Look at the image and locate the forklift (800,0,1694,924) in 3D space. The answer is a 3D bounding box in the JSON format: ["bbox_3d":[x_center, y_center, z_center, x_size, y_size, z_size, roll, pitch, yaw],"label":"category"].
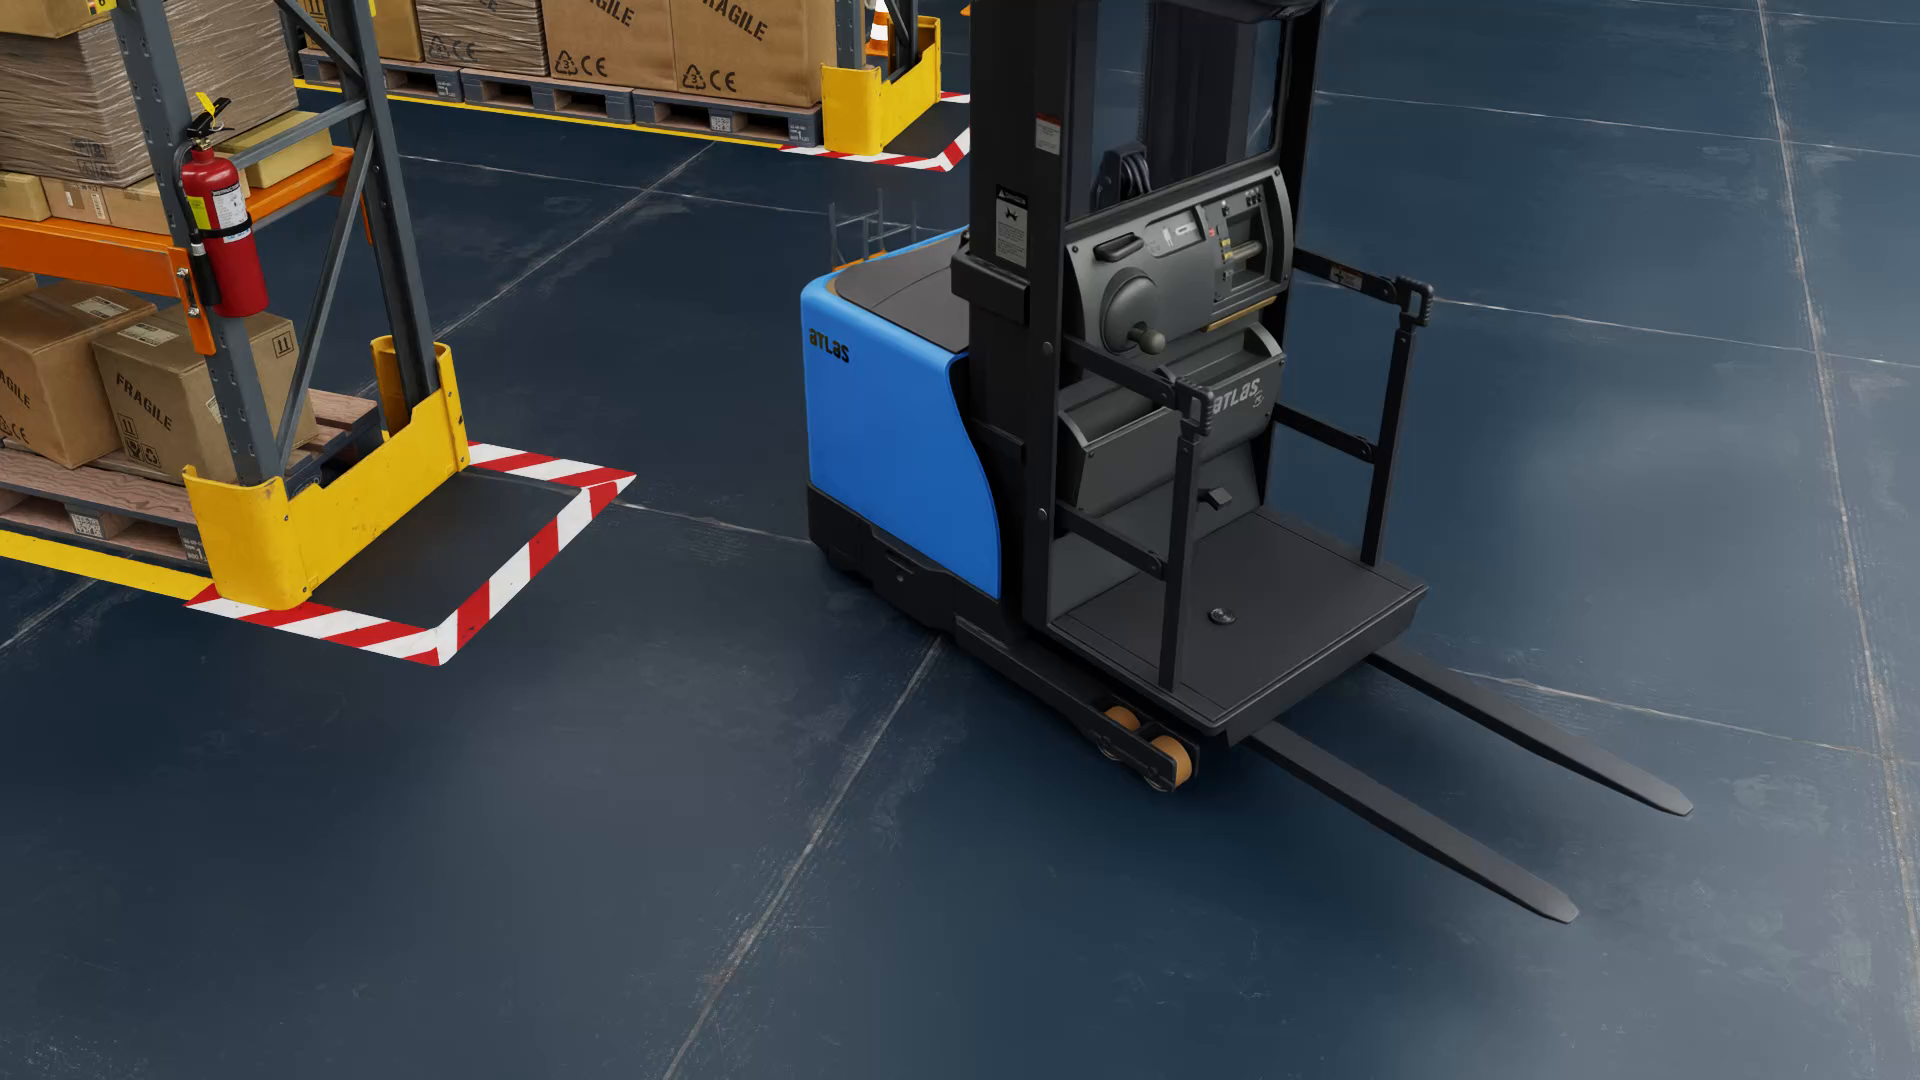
[{"bbox_3d":[0.804,-0.781,4.757,1.130,2.935,3.031,-26,41,-34],"label":"forklift"}]

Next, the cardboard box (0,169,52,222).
[{"bbox_3d":[-3.080,-1.223,5.611,0.250,0.149,0.380,11,34,16],"label":"cardboard box"}]

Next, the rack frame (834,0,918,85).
[{"bbox_3d":[-0.486,-3.831,9.418,0.127,3.000,1.000,11,34,16],"label":"rack frame"}]

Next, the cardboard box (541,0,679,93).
[{"bbox_3d":[-1.975,-3.365,10.268,0.875,0.875,0.875,10,34,16],"label":"cardboard box"}]

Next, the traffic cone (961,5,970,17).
[{"bbox_3d":[0.195,-4.102,12.177,0.334,0.463,0.336,11,34,16],"label":"traffic cone"}]

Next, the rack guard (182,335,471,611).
[{"bbox_3d":[-2.326,-0.280,6.223,0.348,0.500,1.175,11,34,16],"label":"rack guard"}]

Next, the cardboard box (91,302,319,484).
[{"bbox_3d":[-2.836,-0.566,6.278,0.500,0.500,0.500,18,37,25],"label":"cardboard box"}]

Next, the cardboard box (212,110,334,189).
[{"bbox_3d":[-2.442,-1.385,5.861,0.250,0.149,0.380,11,34,16],"label":"cardboard box"}]

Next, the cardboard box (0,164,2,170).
[{"bbox_3d":[-3.274,-1.629,5.640,0.500,0.500,0.875,11,34,16],"label":"cardboard box"}]

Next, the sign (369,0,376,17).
[{"bbox_3d":[-2.071,-1.957,5.718,0.005,0.325,0.100,11,34,16],"label":"sign"}]

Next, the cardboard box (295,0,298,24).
[{"bbox_3d":[-4.866,-3.862,11.153,0.750,0.750,1.050,11,34,16],"label":"cardboard box"}]

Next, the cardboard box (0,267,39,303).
[{"bbox_3d":[-3.993,-0.782,6.613,0.500,0.500,0.500,14,35,21],"label":"cardboard box"}]

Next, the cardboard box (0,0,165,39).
[{"bbox_3d":[-2.855,-1.878,5.105,0.500,0.500,0.500,11,34,16],"label":"cardboard box"}]

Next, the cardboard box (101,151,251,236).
[{"bbox_3d":[-2.592,-1.158,5.510,0.250,0.149,0.380,11,34,16],"label":"cardboard box"}]

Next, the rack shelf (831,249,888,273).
[{"bbox_3d":[-0.310,-0.951,6.036,0.258,0.103,0.180,-26,41,-34],"label":"rack shelf"}]

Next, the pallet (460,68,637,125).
[{"bbox_3d":[-2.409,-2.990,10.686,1.213,0.211,1.003,11,34,16],"label":"pallet"}]

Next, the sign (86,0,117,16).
[{"bbox_3d":[-2.460,-1.656,4.691,0.005,0.325,0.100,11,34,16],"label":"sign"}]

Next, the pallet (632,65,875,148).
[{"bbox_3d":[-1.265,-2.766,10.339,1.213,0.211,1.003,11,34,16],"label":"pallet"}]

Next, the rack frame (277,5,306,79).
[{"bbox_3d":[-4.251,-4.563,10.552,0.127,3.000,1.000,11,34,16],"label":"rack frame"}]

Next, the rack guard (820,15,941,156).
[{"bbox_3d":[-0.463,-2.776,10.089,0.348,0.500,1.175,11,34,16],"label":"rack guard"}]

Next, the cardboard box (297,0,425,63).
[{"bbox_3d":[-3.683,-3.696,10.780,0.875,0.875,0.875,12,35,17],"label":"cardboard box"}]

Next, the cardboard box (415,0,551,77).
[{"bbox_3d":[-2.833,-3.533,10.528,0.875,0.875,0.875,11,35,17],"label":"cardboard box"}]

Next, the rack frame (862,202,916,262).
[{"bbox_3d":[-0.249,-0.649,6.150,0.240,1.200,0.006,-26,41,-34],"label":"rack frame"}]

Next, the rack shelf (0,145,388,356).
[{"bbox_3d":[-4.137,-1.380,6.286,4.000,0.370,1.077,11,34,16],"label":"rack shelf"}]

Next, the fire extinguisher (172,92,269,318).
[{"bbox_3d":[-2.302,-1.028,5.148,0.183,0.674,0.296,11,34,16],"label":"fire extinguisher"}]

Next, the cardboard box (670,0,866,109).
[{"bbox_3d":[-1.146,-3.205,10.020,0.875,0.875,0.875,11,35,17],"label":"cardboard box"}]

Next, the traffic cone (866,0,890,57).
[{"bbox_3d":[-0.506,-3.587,11.380,0.334,0.463,0.336,11,34,16],"label":"traffic cone"}]

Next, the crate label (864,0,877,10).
[{"bbox_3d":[-0.566,-4.077,12.439,0.298,0.136,0.250,-6,33,-9],"label":"crate label"}]

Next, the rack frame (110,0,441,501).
[{"bbox_3d":[-2.254,-1.317,5.524,0.127,3.000,1.000,11,34,16],"label":"rack frame"}]

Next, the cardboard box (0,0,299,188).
[{"bbox_3d":[-2.763,-1.598,5.594,0.500,0.500,0.875,11,34,16],"label":"cardboard box"}]

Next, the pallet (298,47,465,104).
[{"bbox_3d":[-3.562,-3.212,11.031,1.213,0.211,1.003,11,34,16],"label":"pallet"}]

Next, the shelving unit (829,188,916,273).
[{"bbox_3d":[-0.310,-0.686,6.207,0.258,1.200,0.189,-26,41,-34],"label":"shelving unit"}]

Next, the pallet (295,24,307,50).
[{"bbox_3d":[-5.003,-3.494,11.467,1.213,0.211,1.003,11,34,16],"label":"pallet"}]

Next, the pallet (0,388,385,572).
[{"bbox_3d":[-3.078,-0.326,6.560,1.213,0.211,1.003,11,34,16],"label":"pallet"}]

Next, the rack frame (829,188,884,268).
[{"bbox_3d":[-0.372,-0.723,6.264,0.240,1.200,0.006,-26,41,-34],"label":"rack frame"}]

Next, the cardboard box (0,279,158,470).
[{"bbox_3d":[-3.411,-0.658,6.421,0.500,0.500,0.500,21,38,29],"label":"cardboard box"}]

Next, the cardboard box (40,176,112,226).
[{"bbox_3d":[-2.827,-1.204,5.581,0.250,0.149,0.380,11,34,16],"label":"cardboard box"}]

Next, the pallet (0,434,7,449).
[{"bbox_3d":[-4.223,-0.550,6.907,1.213,0.211,1.003,11,34,16],"label":"pallet"}]
